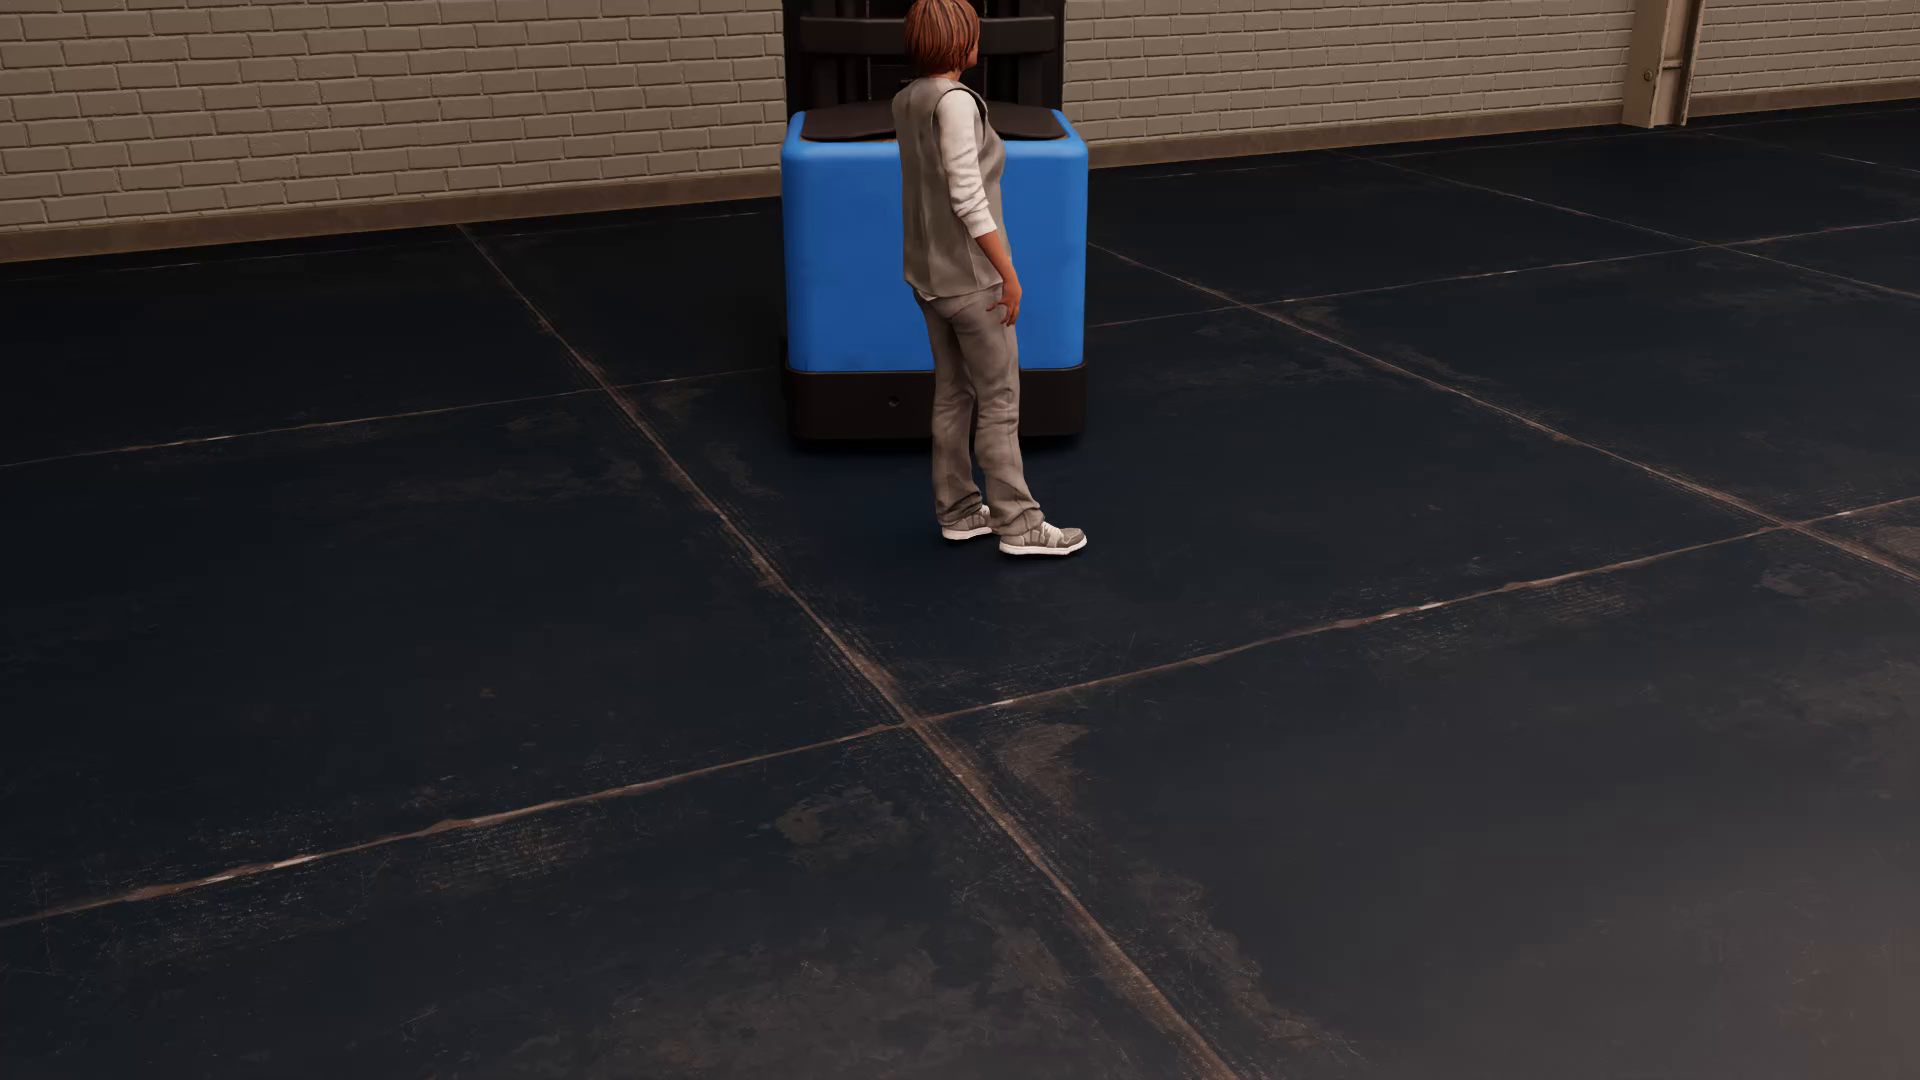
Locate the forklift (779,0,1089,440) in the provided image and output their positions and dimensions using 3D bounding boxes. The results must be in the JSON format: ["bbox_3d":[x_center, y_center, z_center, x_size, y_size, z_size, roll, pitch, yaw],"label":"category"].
[{"bbox_3d":[-0.153,-2.221,6.632,1.130,2.935,3.031,-1,23,-3],"label":"forklift"}]

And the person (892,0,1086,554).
[{"bbox_3d":[0.074,-0.713,4.831,0.472,1.516,0.520,-10,25,-23],"label":"person"}]
